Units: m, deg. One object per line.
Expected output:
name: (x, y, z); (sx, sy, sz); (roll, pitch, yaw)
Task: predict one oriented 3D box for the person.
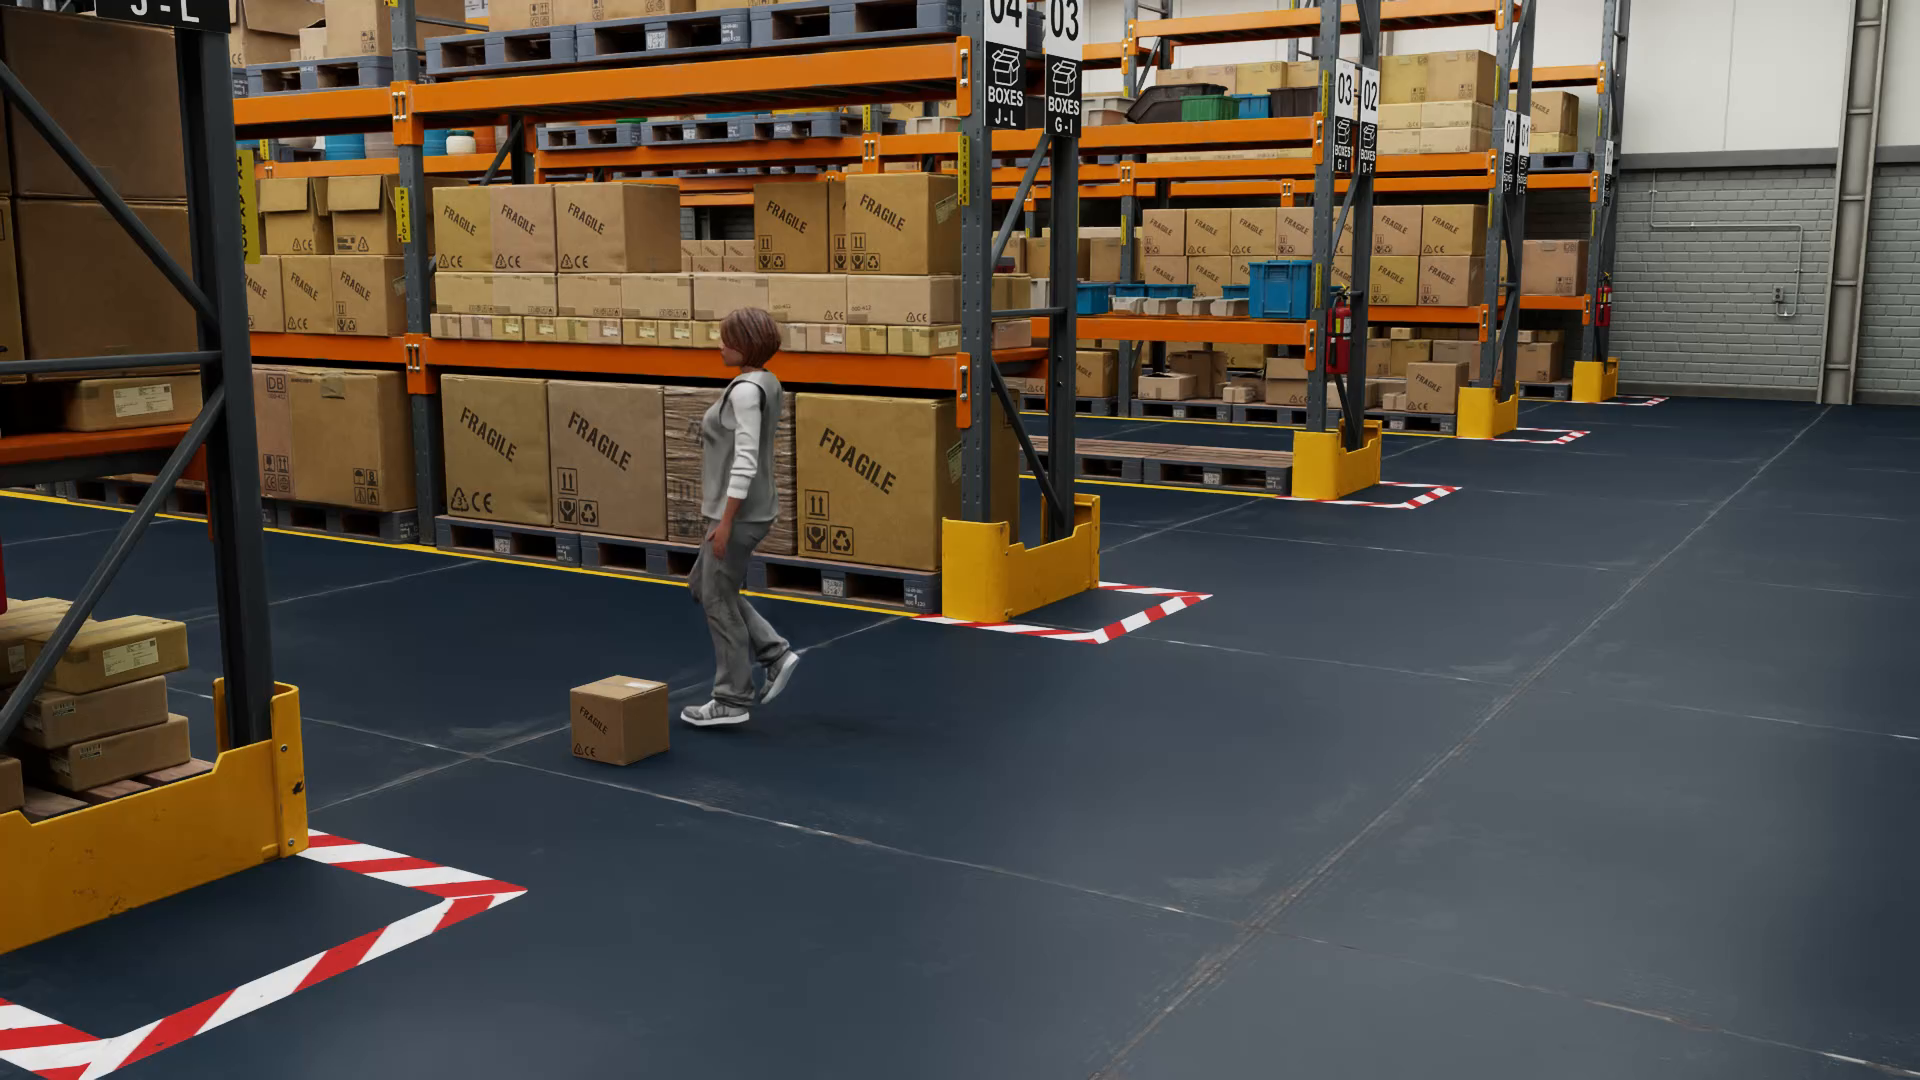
person: (-0.854, -0.075, 6.274); (0.453, 1.597, 0.462); (0, 10, 3)
